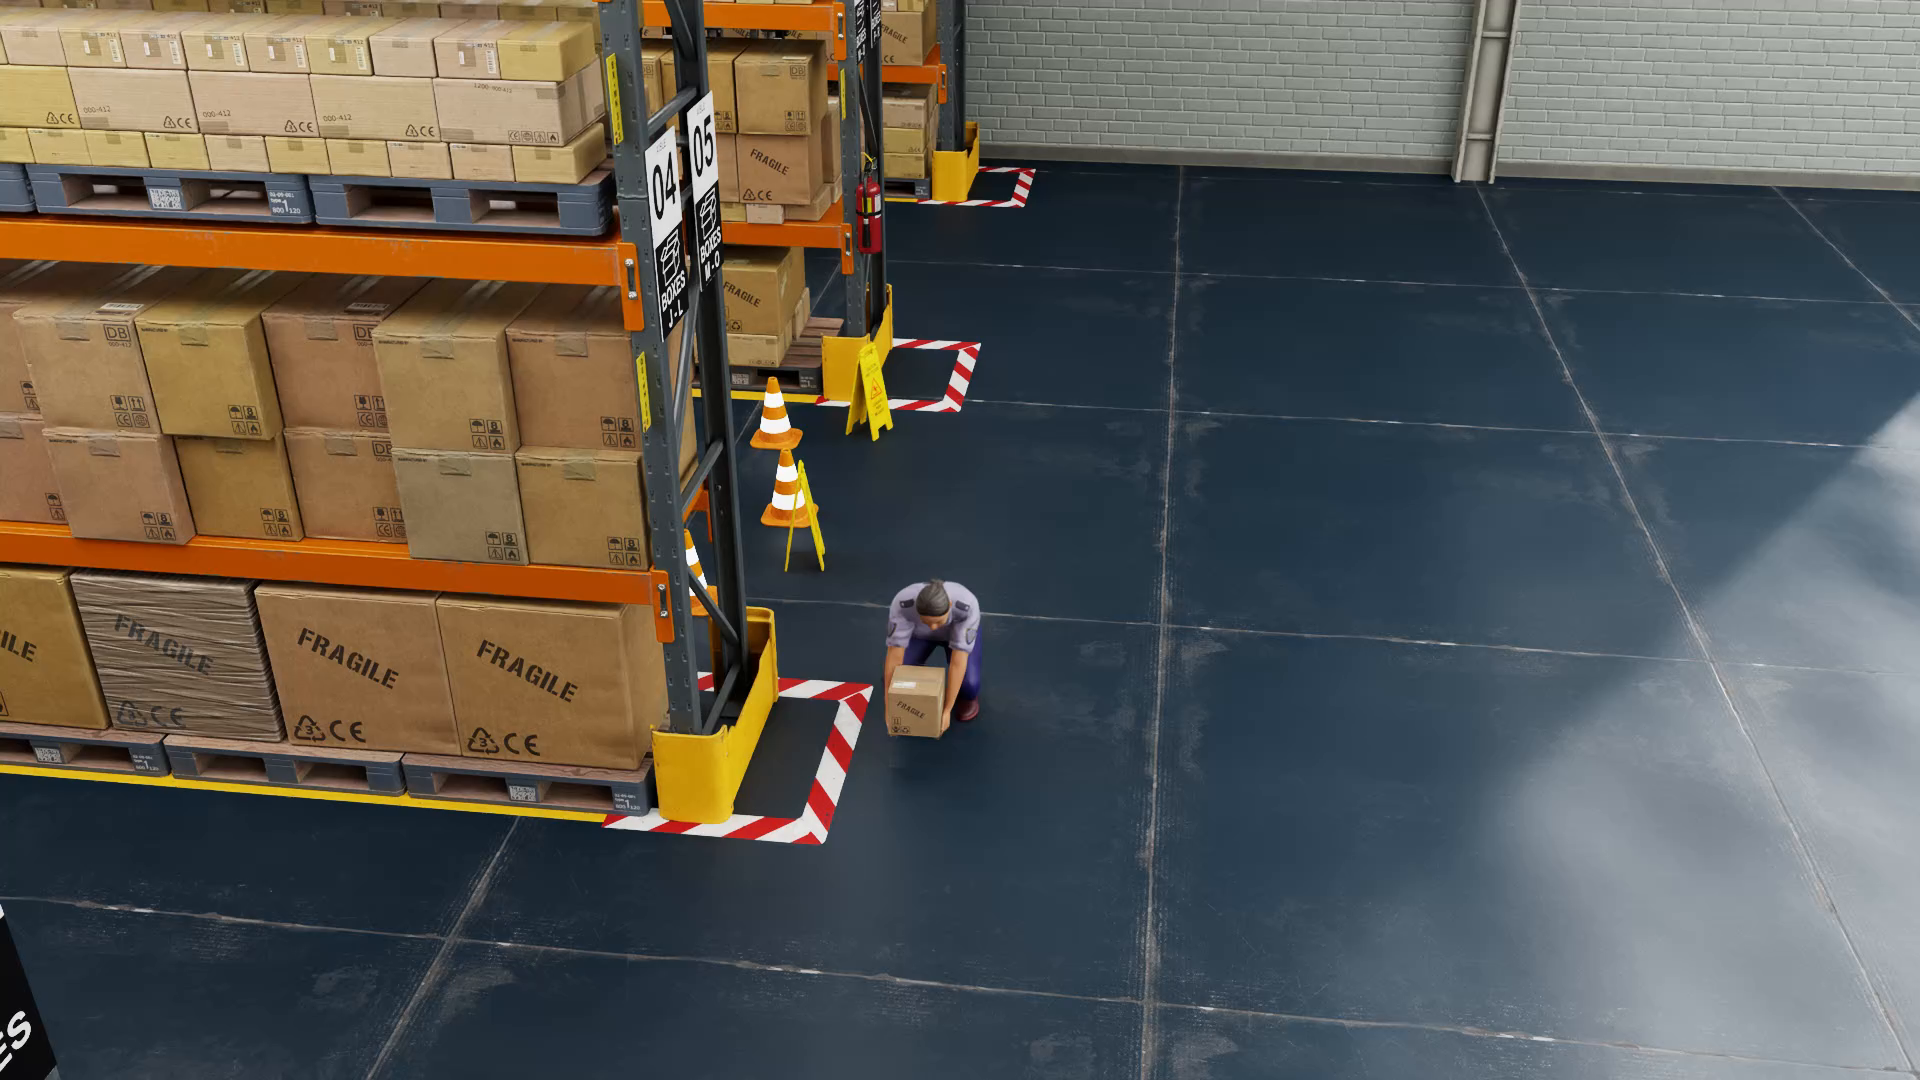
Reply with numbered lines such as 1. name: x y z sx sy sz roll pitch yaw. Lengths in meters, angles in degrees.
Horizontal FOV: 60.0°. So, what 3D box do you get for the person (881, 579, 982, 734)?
1. person: -0.130 0.524 8.433 0.517 0.942 0.848 5 29 10
